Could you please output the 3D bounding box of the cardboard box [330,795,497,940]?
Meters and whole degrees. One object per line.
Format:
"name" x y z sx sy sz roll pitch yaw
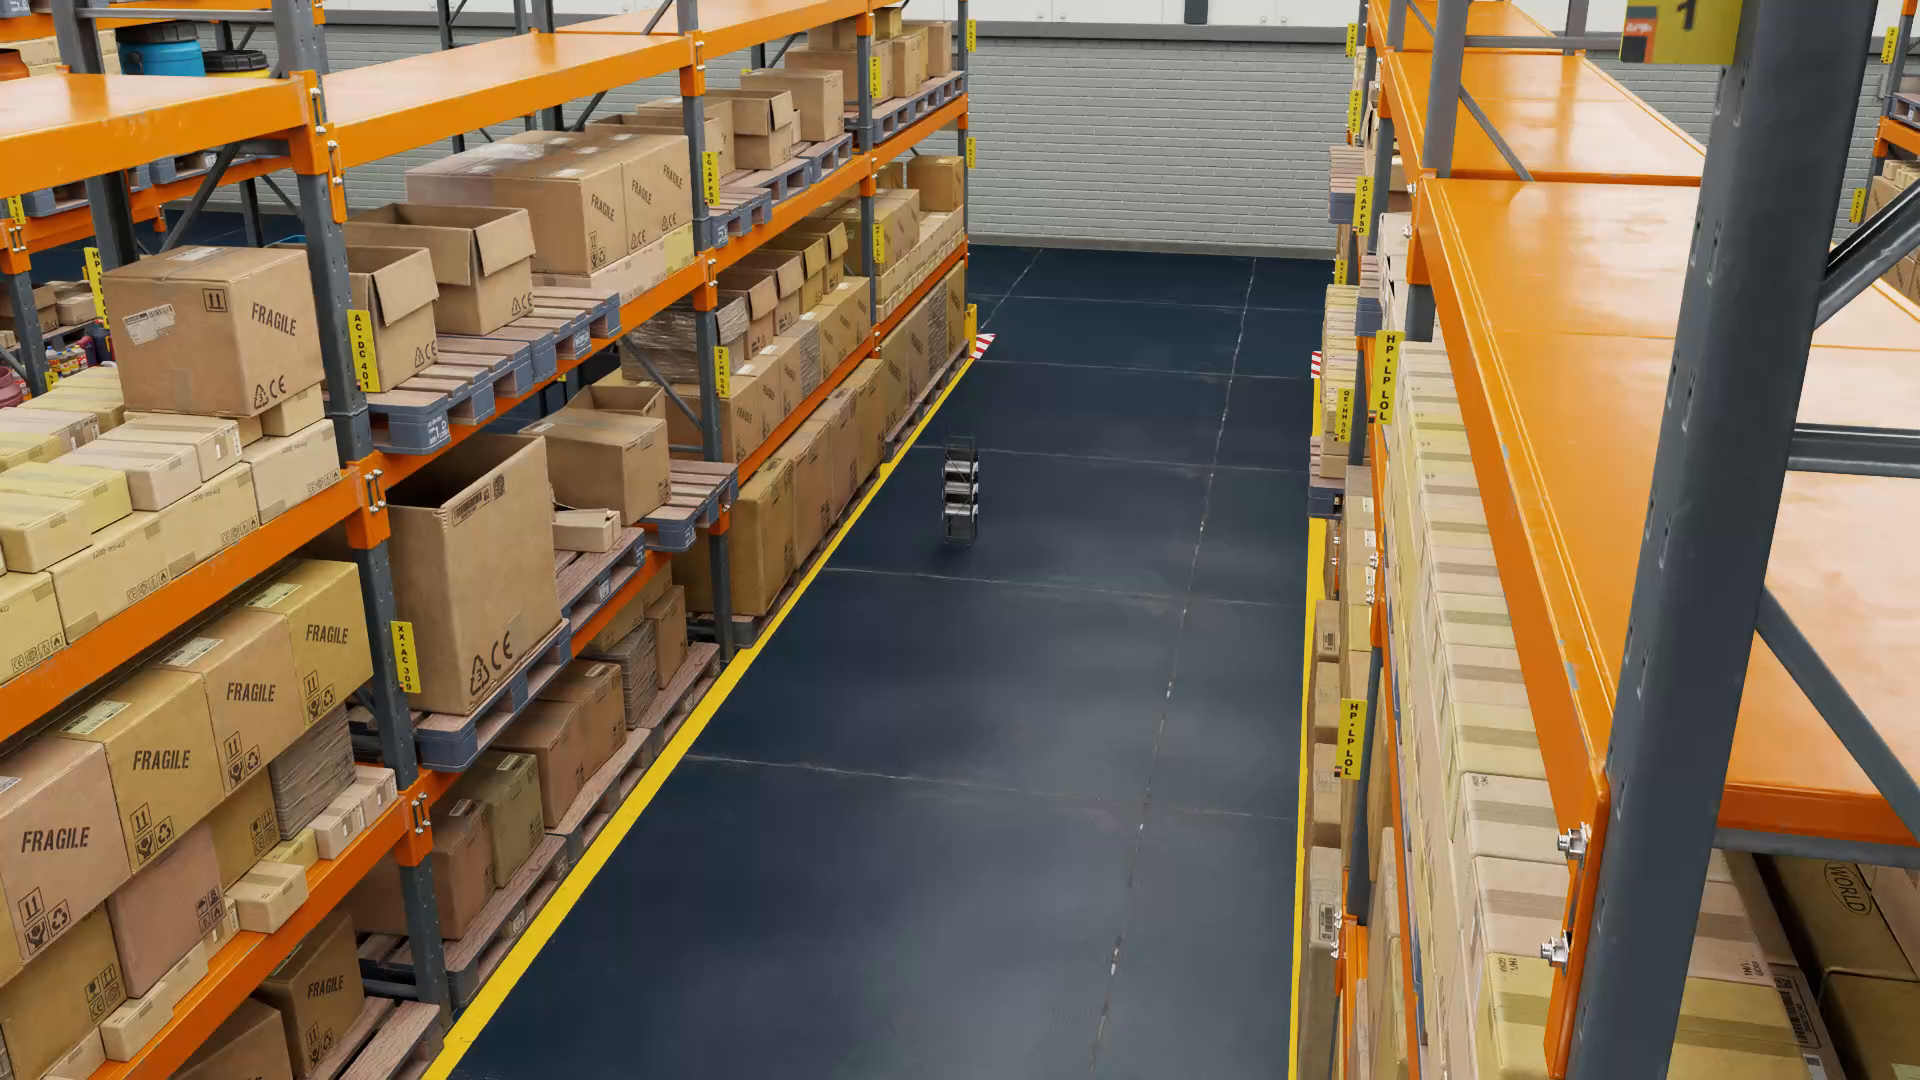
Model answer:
"cardboard box" -2.718 1.588 8.182 0.700 0.500 0.500 3 22 7

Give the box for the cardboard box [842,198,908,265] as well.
"cardboard box" -0.776 -2.821 15.173 0.500 0.500 0.500 4 22 11

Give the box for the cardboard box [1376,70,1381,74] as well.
"cardboard box" 3.621 -3.806 13.801 0.380 0.149 0.250 5 23 13

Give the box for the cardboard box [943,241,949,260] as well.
"cardboard box" -0.322 -2.982 17.110 0.380 0.149 0.250 5 22 12

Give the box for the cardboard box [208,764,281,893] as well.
"cardboard box" -3.153 1.012 6.325 0.875 0.500 0.500 4 22 11

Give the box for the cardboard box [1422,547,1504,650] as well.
"cardboard box" 1.202 0.141 3.576 0.380 0.149 0.250 5 22 11

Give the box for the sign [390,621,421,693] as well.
"sign" -2.332 0.493 6.986 0.100 0.325 0.005 4 22 11

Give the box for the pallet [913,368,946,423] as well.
"pallet" -0.754 -1.496 16.816 1.003 0.211 1.213 4 22 11

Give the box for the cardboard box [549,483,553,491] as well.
"cardboard box" -2.616 -0.137 9.347 0.500 0.250 0.500 4 22 9

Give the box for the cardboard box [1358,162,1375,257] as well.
"cardboard box" 2.744 -2.042 10.289 0.500 0.500 0.500 4 22 11

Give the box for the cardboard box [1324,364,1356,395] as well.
"cardboard box" 2.596 -1.046 10.943 0.380 0.149 0.250 5 22 13

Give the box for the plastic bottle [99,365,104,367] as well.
"plastic bottle" -6.381 -1.181 12.457 0.061 0.283 0.133 4 22 11

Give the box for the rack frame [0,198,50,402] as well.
"rack frame" -6.897 -0.985 11.813 1.000 3.000 0.127 4 22 11

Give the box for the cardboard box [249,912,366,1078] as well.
"cardboard box" -2.985 1.964 7.276 0.500 0.500 0.500 4 22 9

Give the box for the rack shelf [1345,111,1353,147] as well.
"rack shelf" 4.011 -3.444 14.868 1.077 0.370 4.000 4 22 11

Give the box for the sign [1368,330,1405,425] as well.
"sign" 1.437 -0.544 5.591 0.100 0.325 0.005 4 22 11

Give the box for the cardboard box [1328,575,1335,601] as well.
"cardboard box" 2.665 0.512 10.881 0.500 0.500 0.500 4 22 11

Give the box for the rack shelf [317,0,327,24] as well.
"rack shelf" -5.673 -5.442 16.350 1.077 0.370 4.000 4 22 11

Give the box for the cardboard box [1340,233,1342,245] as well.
"cardboard box" 3.860 -2.783 15.747 0.500 0.500 0.500 5 22 12

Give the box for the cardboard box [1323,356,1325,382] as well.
"cardboard box" 2.755 -1.190 11.699 0.380 0.149 0.250 4 22 10

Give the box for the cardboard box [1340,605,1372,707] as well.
"cardboard box" 2.021 0.644 7.636 0.500 0.500 0.500 5 22 11

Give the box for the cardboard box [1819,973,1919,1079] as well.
"cardboard box" 1.504 0.876 2.285 0.500 0.250 0.500 4 22 11

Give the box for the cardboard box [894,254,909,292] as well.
"cardboard box" -0.773 -2.472 15.308 0.500 0.250 0.500 4 22 11

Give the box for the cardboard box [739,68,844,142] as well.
"cardboard box" -1.341 -3.490 13.322 0.700 0.500 0.500 5 22 12

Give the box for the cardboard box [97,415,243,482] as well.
"cardboard box" -2.758 -0.321 5.817 0.380 0.149 0.250 3 22 8

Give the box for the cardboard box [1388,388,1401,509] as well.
"cardboard box" 1.597 -0.273 5.137 0.500 0.250 0.500 5 22 11

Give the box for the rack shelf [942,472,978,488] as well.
"rack shelf" 0.002 -0.473 13.202 0.258 0.077 0.200 4 22 11

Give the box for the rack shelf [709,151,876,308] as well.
"rack shelf" -1.640 -2.396 12.266 1.077 0.370 4.000 4 22 11

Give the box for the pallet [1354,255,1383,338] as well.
"pallet" 2.707 -1.256 8.725 1.213 0.211 1.003 6 23 13

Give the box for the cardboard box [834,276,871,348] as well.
"cardboard box" -1.060 -1.924 14.013 0.500 0.500 0.500 5 22 11

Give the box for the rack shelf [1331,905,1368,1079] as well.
"rack shelf" 1.562 2.336 4.531 1.077 0.370 4.000 4 22 11

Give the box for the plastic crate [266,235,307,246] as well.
"plastic crate" -6.320 -2.665 15.926 0.392 0.384 0.575 4 22 11

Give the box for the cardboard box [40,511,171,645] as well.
"cardboard box" -2.918 0.098 5.312 0.500 0.250 0.500 4 22 11

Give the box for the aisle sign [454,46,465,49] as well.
"aisle sign" -5.541 -5.165 18.714 0.394 0.787 0.004 4 22 11

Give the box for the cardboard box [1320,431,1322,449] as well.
"cardboard box" 2.542 -0.670 10.807 0.380 0.149 0.250 5 22 12

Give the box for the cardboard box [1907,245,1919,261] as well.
"cardboard box" 8.713 -2.755 14.738 0.500 0.500 0.500 4 22 11

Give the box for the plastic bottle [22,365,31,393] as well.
"plastic bottle" -7.124 -1.234 12.698 0.097 0.201 0.097 0 22 0

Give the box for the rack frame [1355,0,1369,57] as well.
"rack frame" 4.419 -5.900 15.989 1.000 3.000 0.127 4 22 11

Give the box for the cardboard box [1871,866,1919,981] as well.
"cardboard box" 1.638 0.565 2.524 0.380 0.149 0.250 4 22 10

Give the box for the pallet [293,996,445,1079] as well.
"pallet" -2.967 2.398 7.148 1.003 0.211 1.213 4 22 11

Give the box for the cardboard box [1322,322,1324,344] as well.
"cardboard box" 3.072 -1.624 13.175 0.380 0.149 0.250 3 22 8

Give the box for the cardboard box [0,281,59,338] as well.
"cardboard box" -10.551 -2.560 18.478 0.797 0.503 0.637 4 22 11

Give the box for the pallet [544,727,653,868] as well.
"pallet" -2.460 1.417 9.583 1.003 0.211 1.213 4 22 11

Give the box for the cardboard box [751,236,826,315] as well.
"cardboard box" -1.506 -2.097 13.099 0.797 0.503 0.637 5 22 12

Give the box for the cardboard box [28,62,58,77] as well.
"cardboard box" -10.162 -5.037 18.062 0.500 0.250 0.500 4 22 11

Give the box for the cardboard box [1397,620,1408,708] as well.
"cardboard box" 1.305 0.328 4.179 0.380 0.149 0.250 4 22 11

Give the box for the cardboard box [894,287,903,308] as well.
"cardboard box" -0.739 -2.229 15.239 0.380 0.149 0.250 5 23 13

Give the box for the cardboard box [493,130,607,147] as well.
"cardboard box" -2.396 -2.124 9.825 0.500 0.500 0.500 5 22 11

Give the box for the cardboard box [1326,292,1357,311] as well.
"cardboard box" 3.021 -1.798 12.810 0.380 0.149 0.250 5 22 12

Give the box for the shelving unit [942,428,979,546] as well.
"shelving unit" 0.002 -0.420 13.223 0.258 0.900 0.210 4 22 11

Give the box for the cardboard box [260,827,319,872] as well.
"cardboard box" -2.791 1.251 6.599 0.380 0.149 0.250 4 22 11

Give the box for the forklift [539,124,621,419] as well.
"forklift" -3.163 -2.066 14.589 1.130 2.935 3.031 6 23 14

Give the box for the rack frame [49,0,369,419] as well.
"rack frame" -2.865 -1.927 6.123 1.000 3.000 0.127 4 22 11

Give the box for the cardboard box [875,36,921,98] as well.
"cardboard box" -0.772 -4.416 15.489 0.700 0.500 0.500 5 23 13

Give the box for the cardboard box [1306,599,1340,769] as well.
"cardboard box" 2.574 0.873 9.651 1.050 0.750 0.750 4 22 10

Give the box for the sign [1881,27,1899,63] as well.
"sign" 8.743 -4.655 15.637 0.100 0.325 0.005 4 22 11

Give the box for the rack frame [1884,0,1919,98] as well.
"rack frame" 9.286 -5.560 15.144 1.000 3.000 0.127 4 22 11
